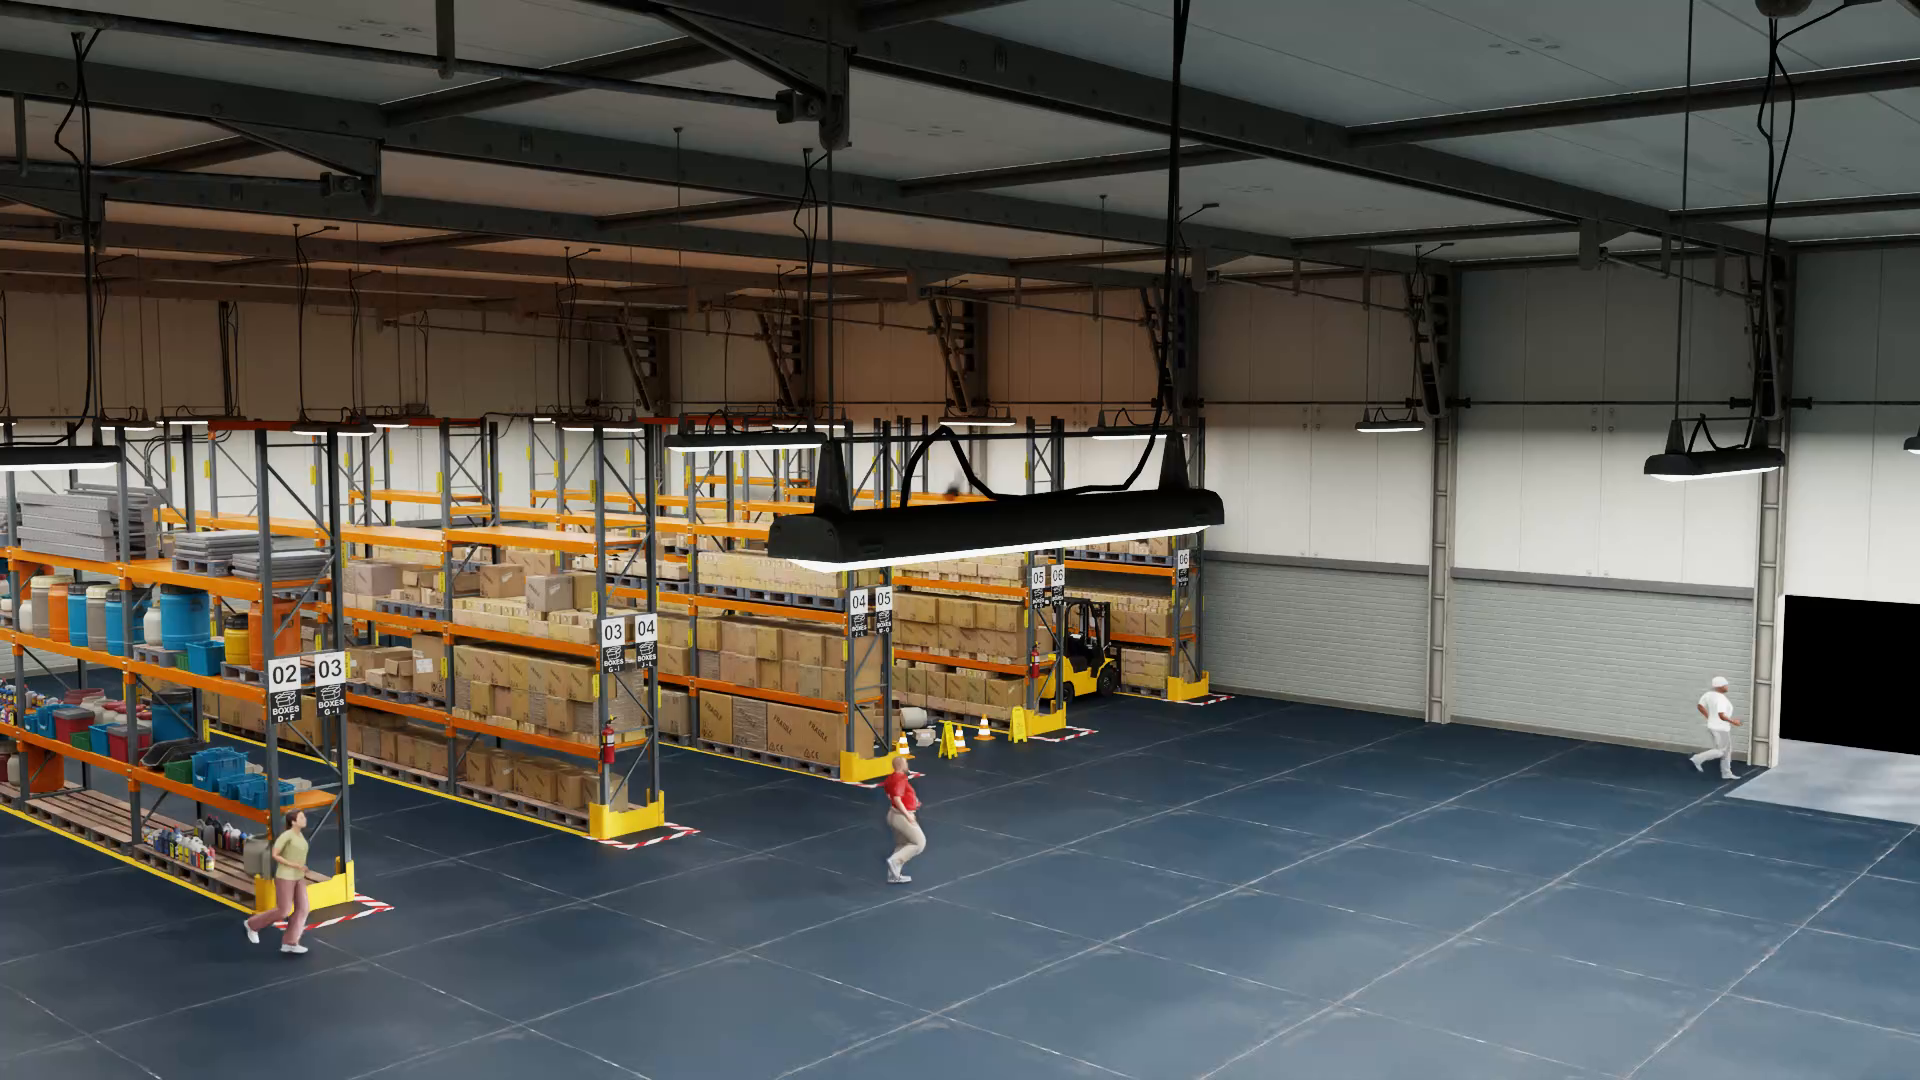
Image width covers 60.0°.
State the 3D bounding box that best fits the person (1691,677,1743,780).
[{"bbox_3d":[12.663,3.157,27.830,0.868,1.751,0.697,0,5,3],"label":"person"}]

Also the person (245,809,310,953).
[{"bbox_3d":[-7.851,3.928,19.361,0.792,1.600,0.636,1,5,10],"label":"person"}]

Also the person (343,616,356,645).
[{"bbox_3d":[-13.469,2.450,36.186,0.672,1.844,0.929,-4,6,-42],"label":"person"}]

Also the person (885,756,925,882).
[{"bbox_3d":[-0.733,3.673,21.880,0.591,1.682,0.658,-2,5,-25],"label":"person"}]
